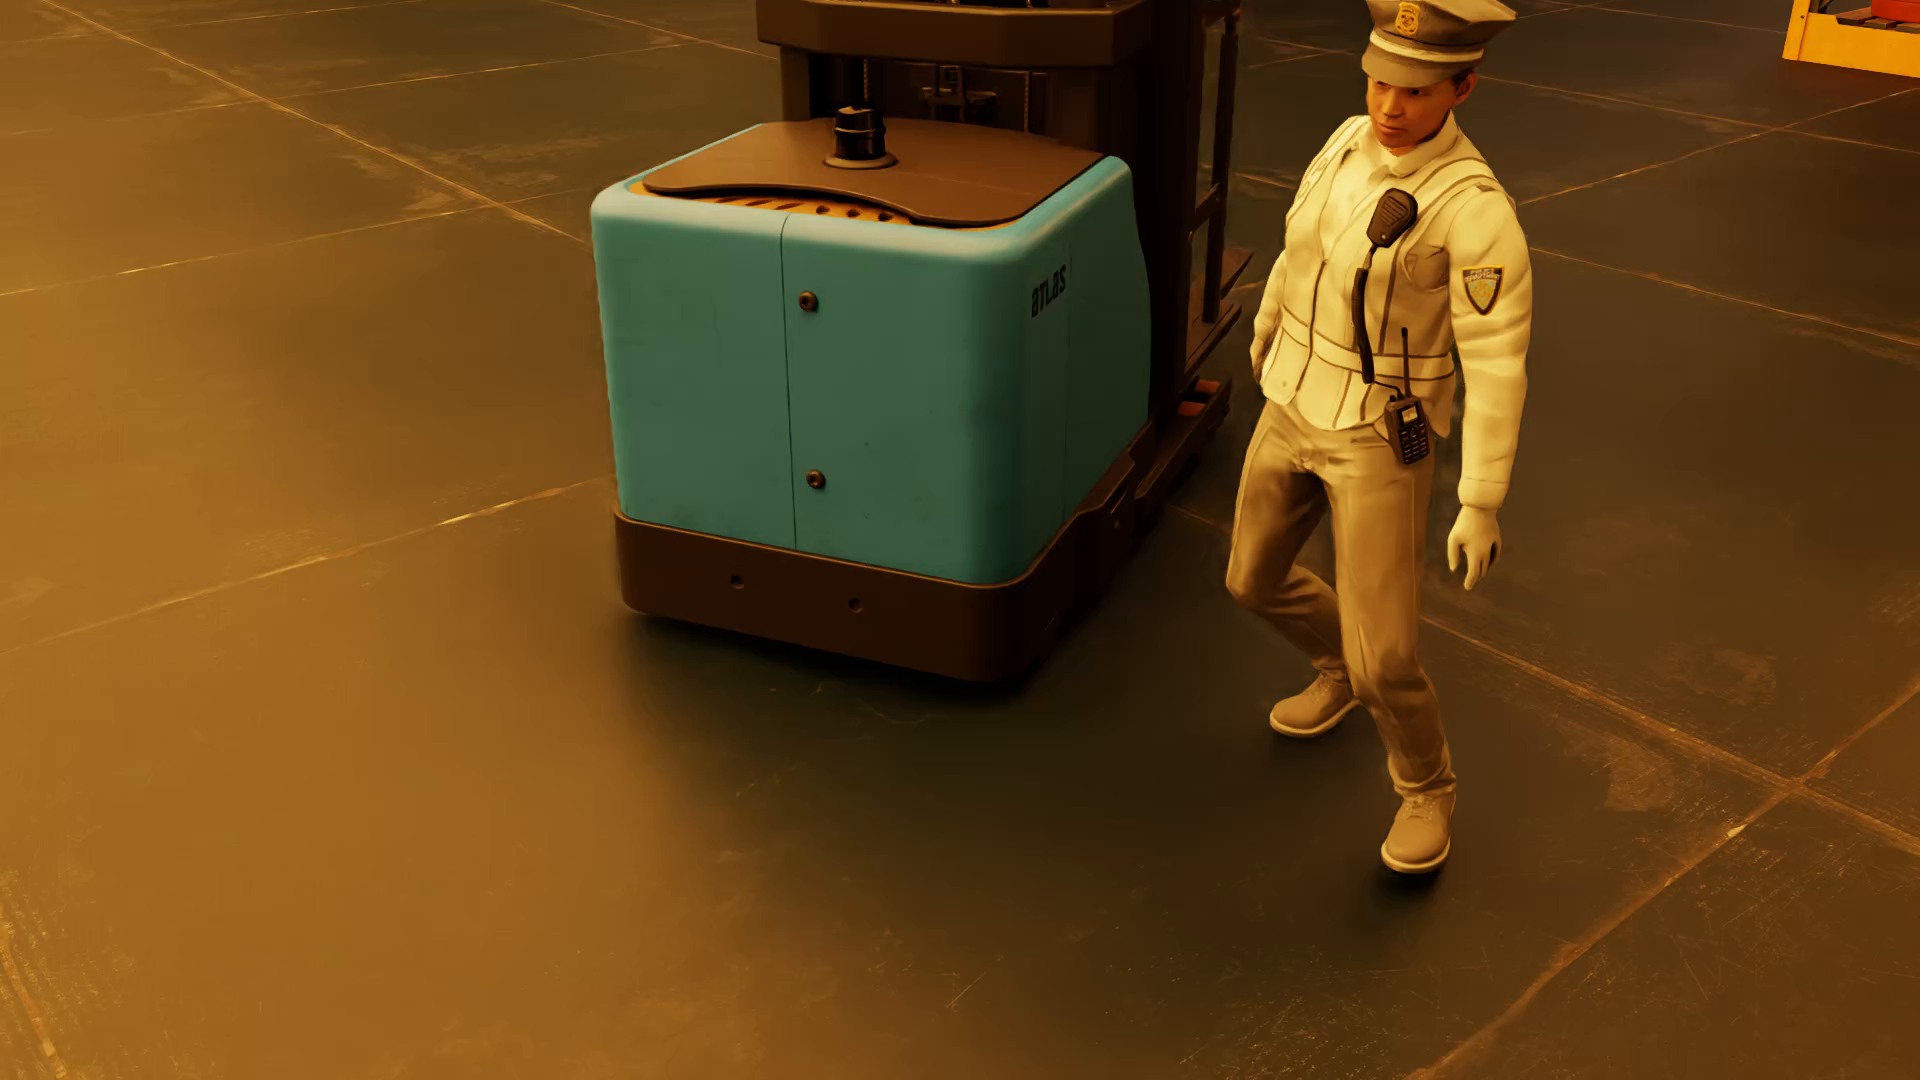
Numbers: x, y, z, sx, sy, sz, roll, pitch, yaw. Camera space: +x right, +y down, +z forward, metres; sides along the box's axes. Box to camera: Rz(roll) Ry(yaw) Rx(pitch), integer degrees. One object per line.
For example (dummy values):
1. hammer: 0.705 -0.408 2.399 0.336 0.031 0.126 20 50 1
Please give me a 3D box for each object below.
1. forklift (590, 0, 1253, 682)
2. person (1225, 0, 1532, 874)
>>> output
1. forklift: 0.199 -1.627 4.483 1.130 2.935 3.031 10 28 20
2. person: 0.783 -0.243 3.142 0.456 1.590 0.790 -12 29 -23
